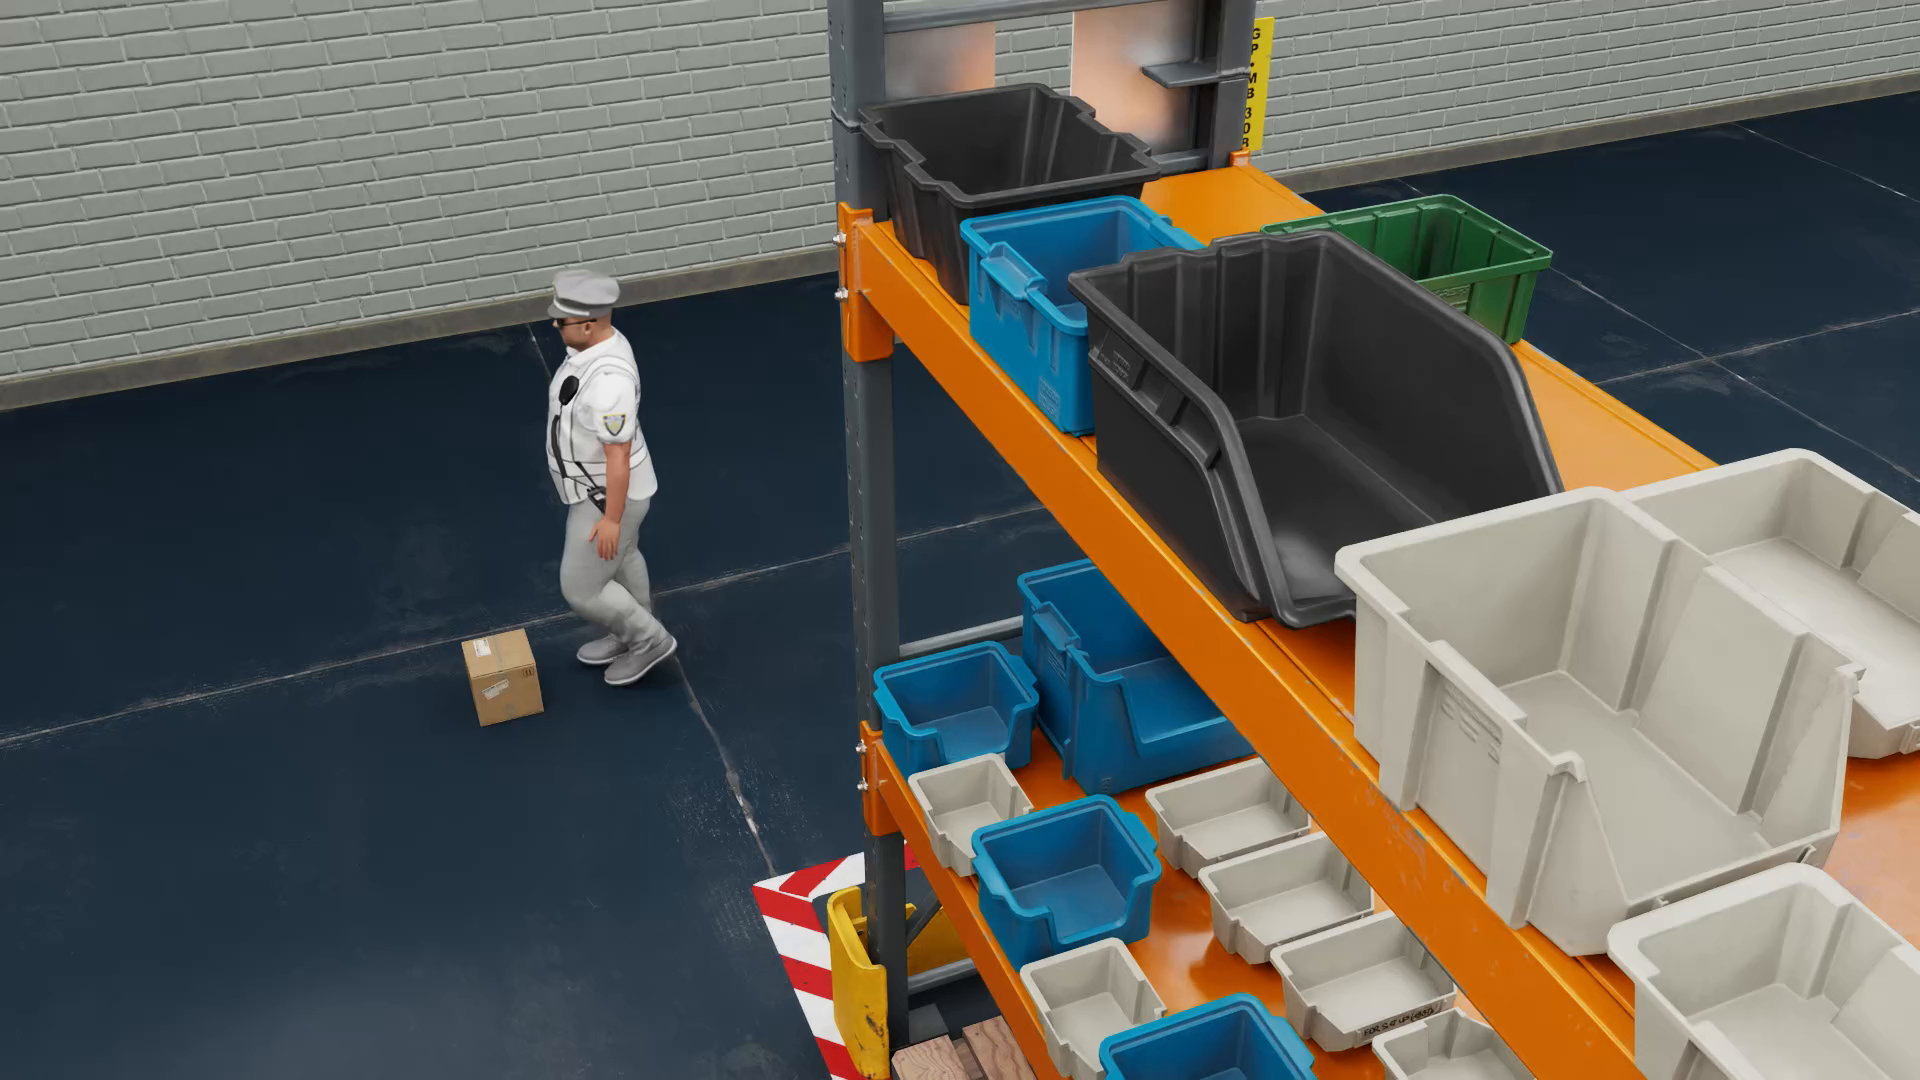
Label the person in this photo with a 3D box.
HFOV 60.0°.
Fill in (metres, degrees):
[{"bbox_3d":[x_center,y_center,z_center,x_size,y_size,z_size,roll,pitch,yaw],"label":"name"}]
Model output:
[{"bbox_3d":[-1.381,-0.198,6.401,0.418,1.767,0.572,-9,34,-14],"label":"person"}]
